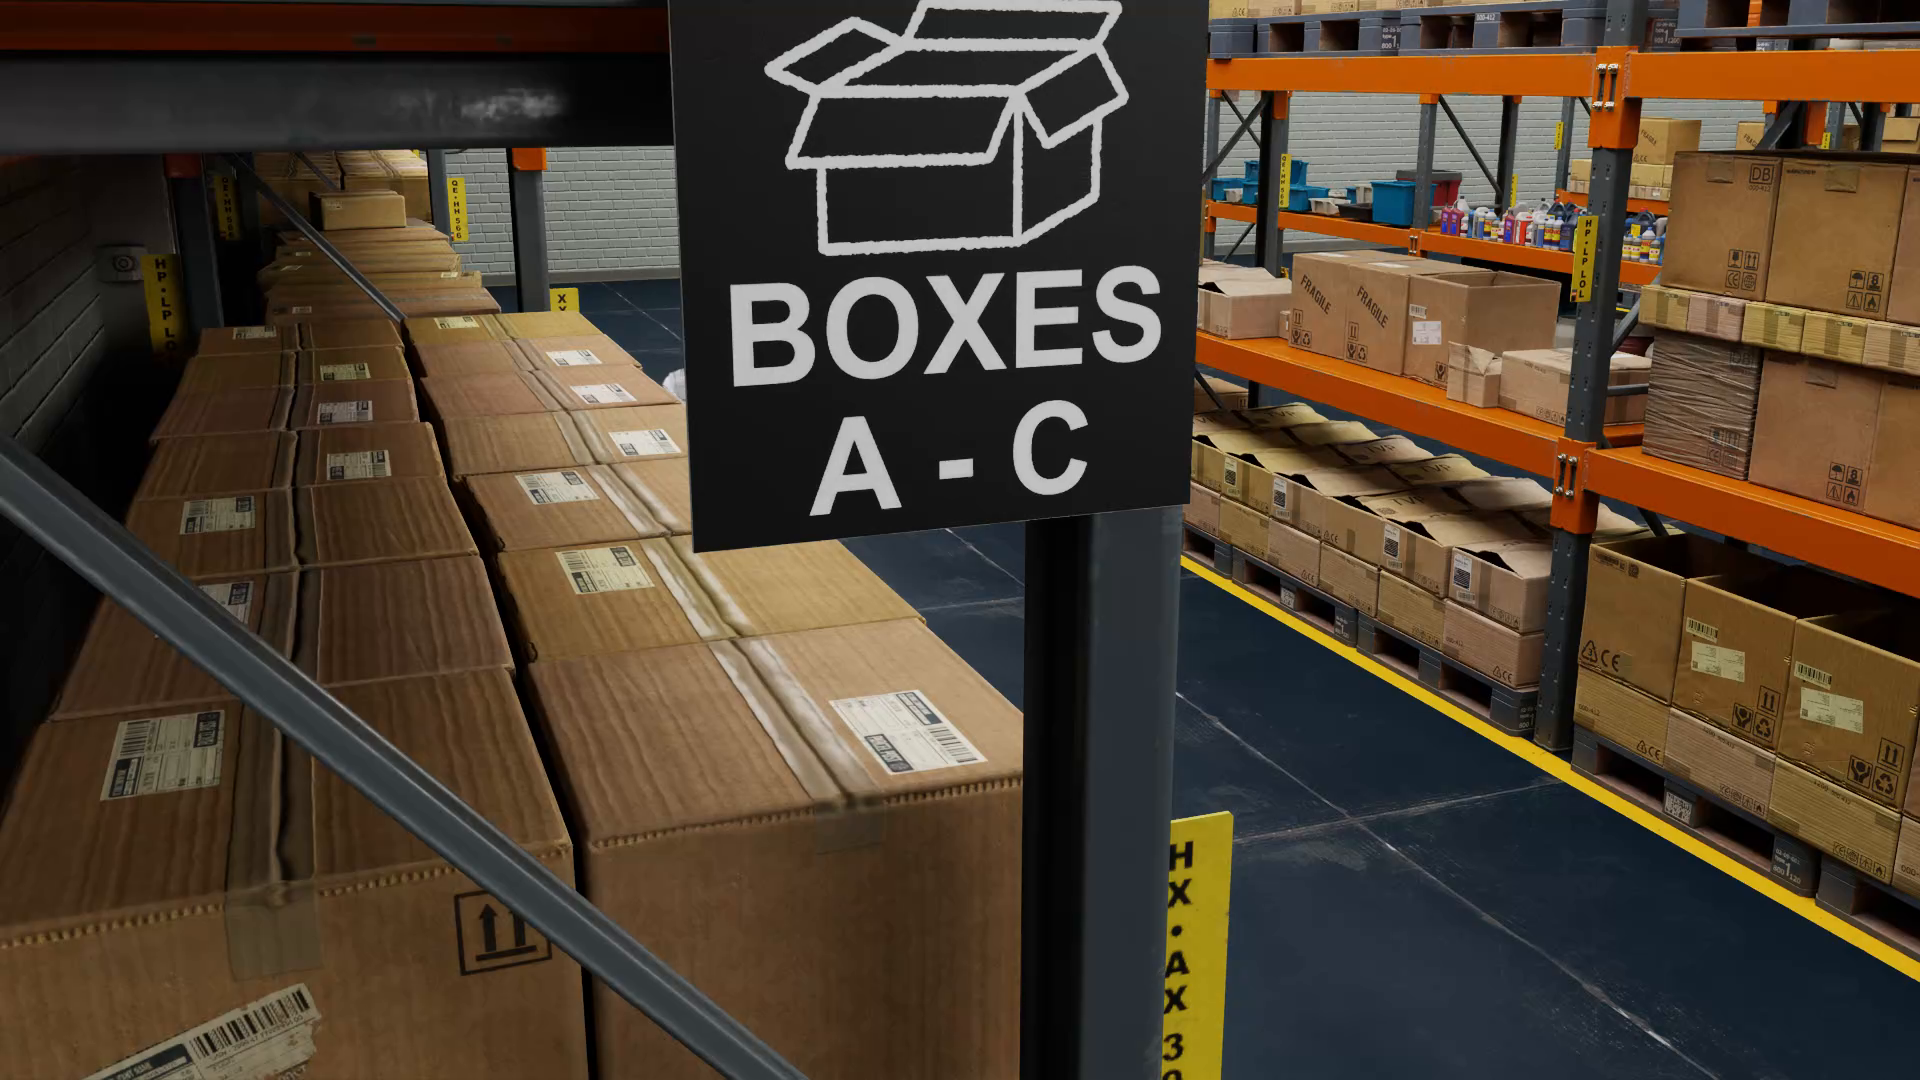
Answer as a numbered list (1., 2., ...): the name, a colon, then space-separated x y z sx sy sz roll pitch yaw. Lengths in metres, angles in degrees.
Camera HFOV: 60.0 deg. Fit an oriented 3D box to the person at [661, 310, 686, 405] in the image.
1. person: -1.240 -0.339 8.121 0.498 1.624 1.009 -5 17 -18
